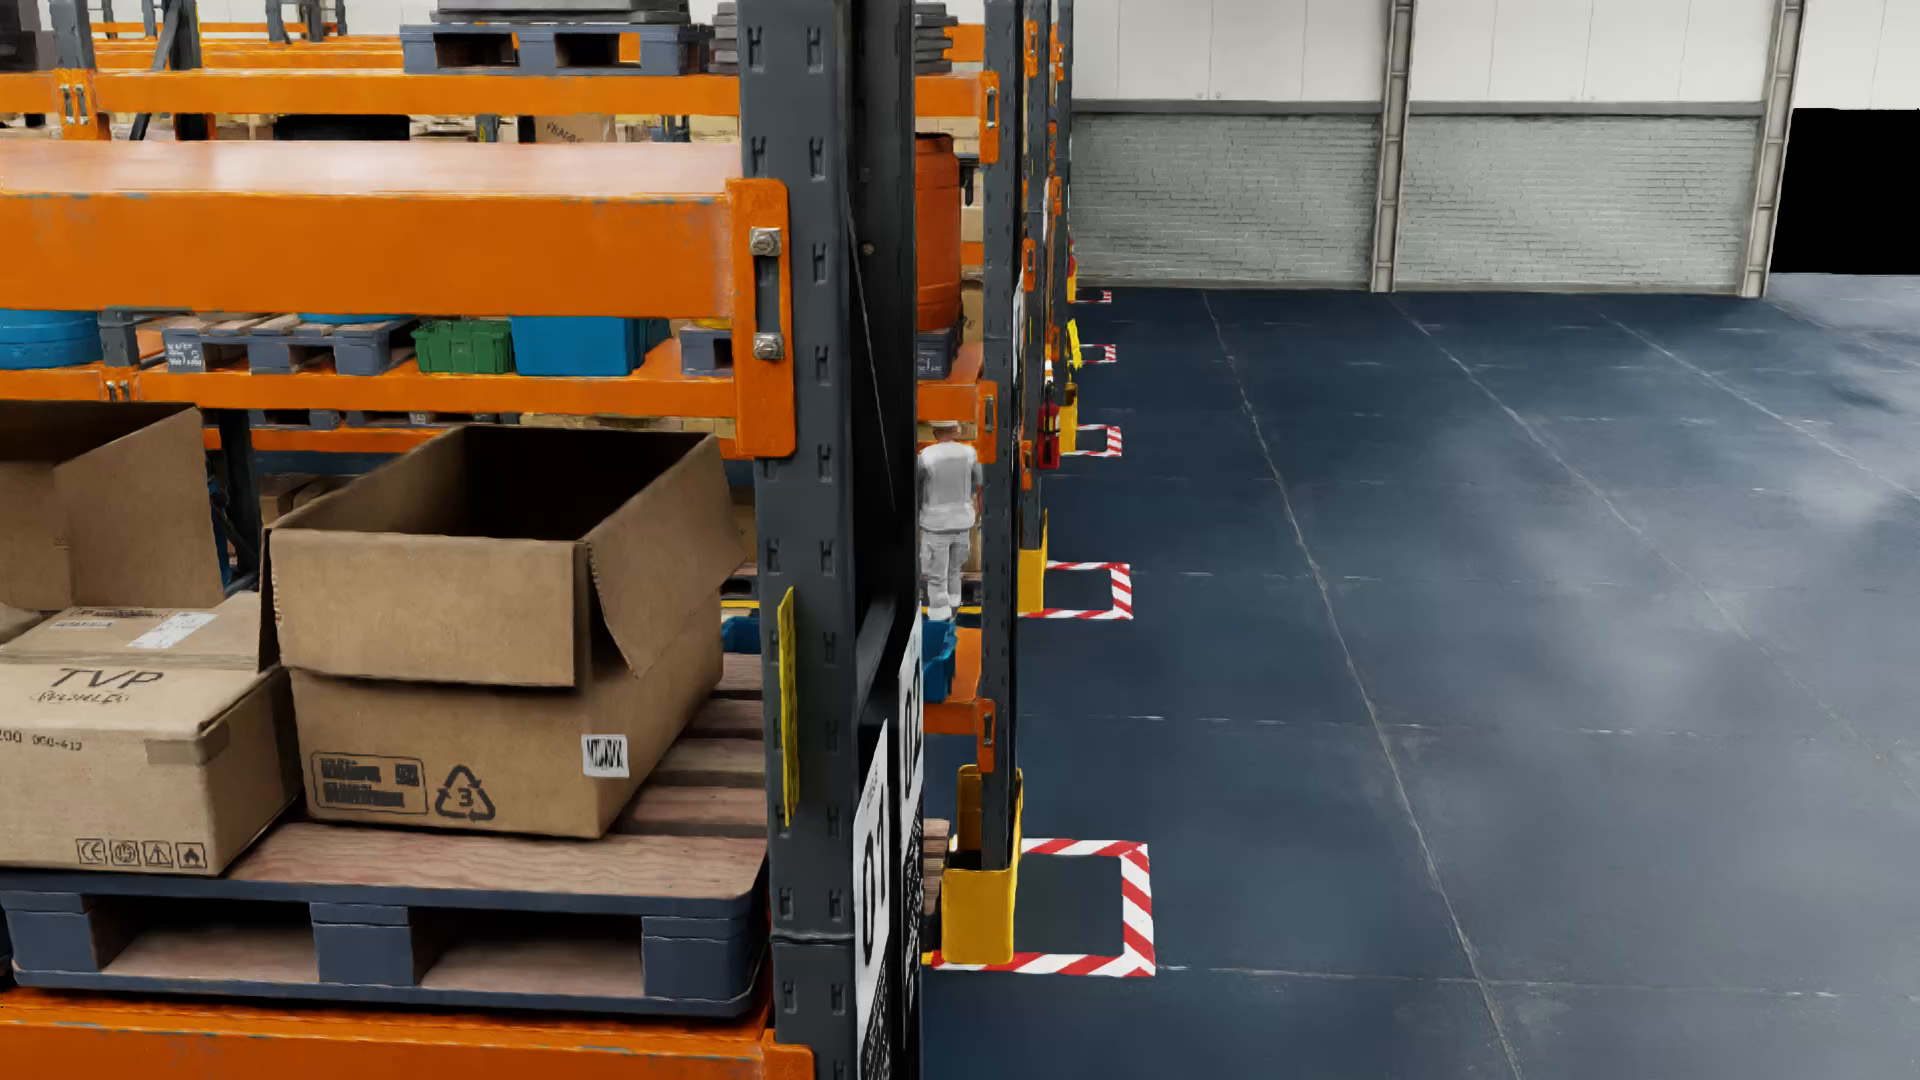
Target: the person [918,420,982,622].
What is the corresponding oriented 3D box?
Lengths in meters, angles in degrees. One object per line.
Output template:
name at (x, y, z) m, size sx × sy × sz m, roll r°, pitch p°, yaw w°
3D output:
person at (-0.149, -0.118, 11.854) m, size 0.664 × 1.786 × 0.615 m, roll -8°, pitch 19°, yaw -23°
